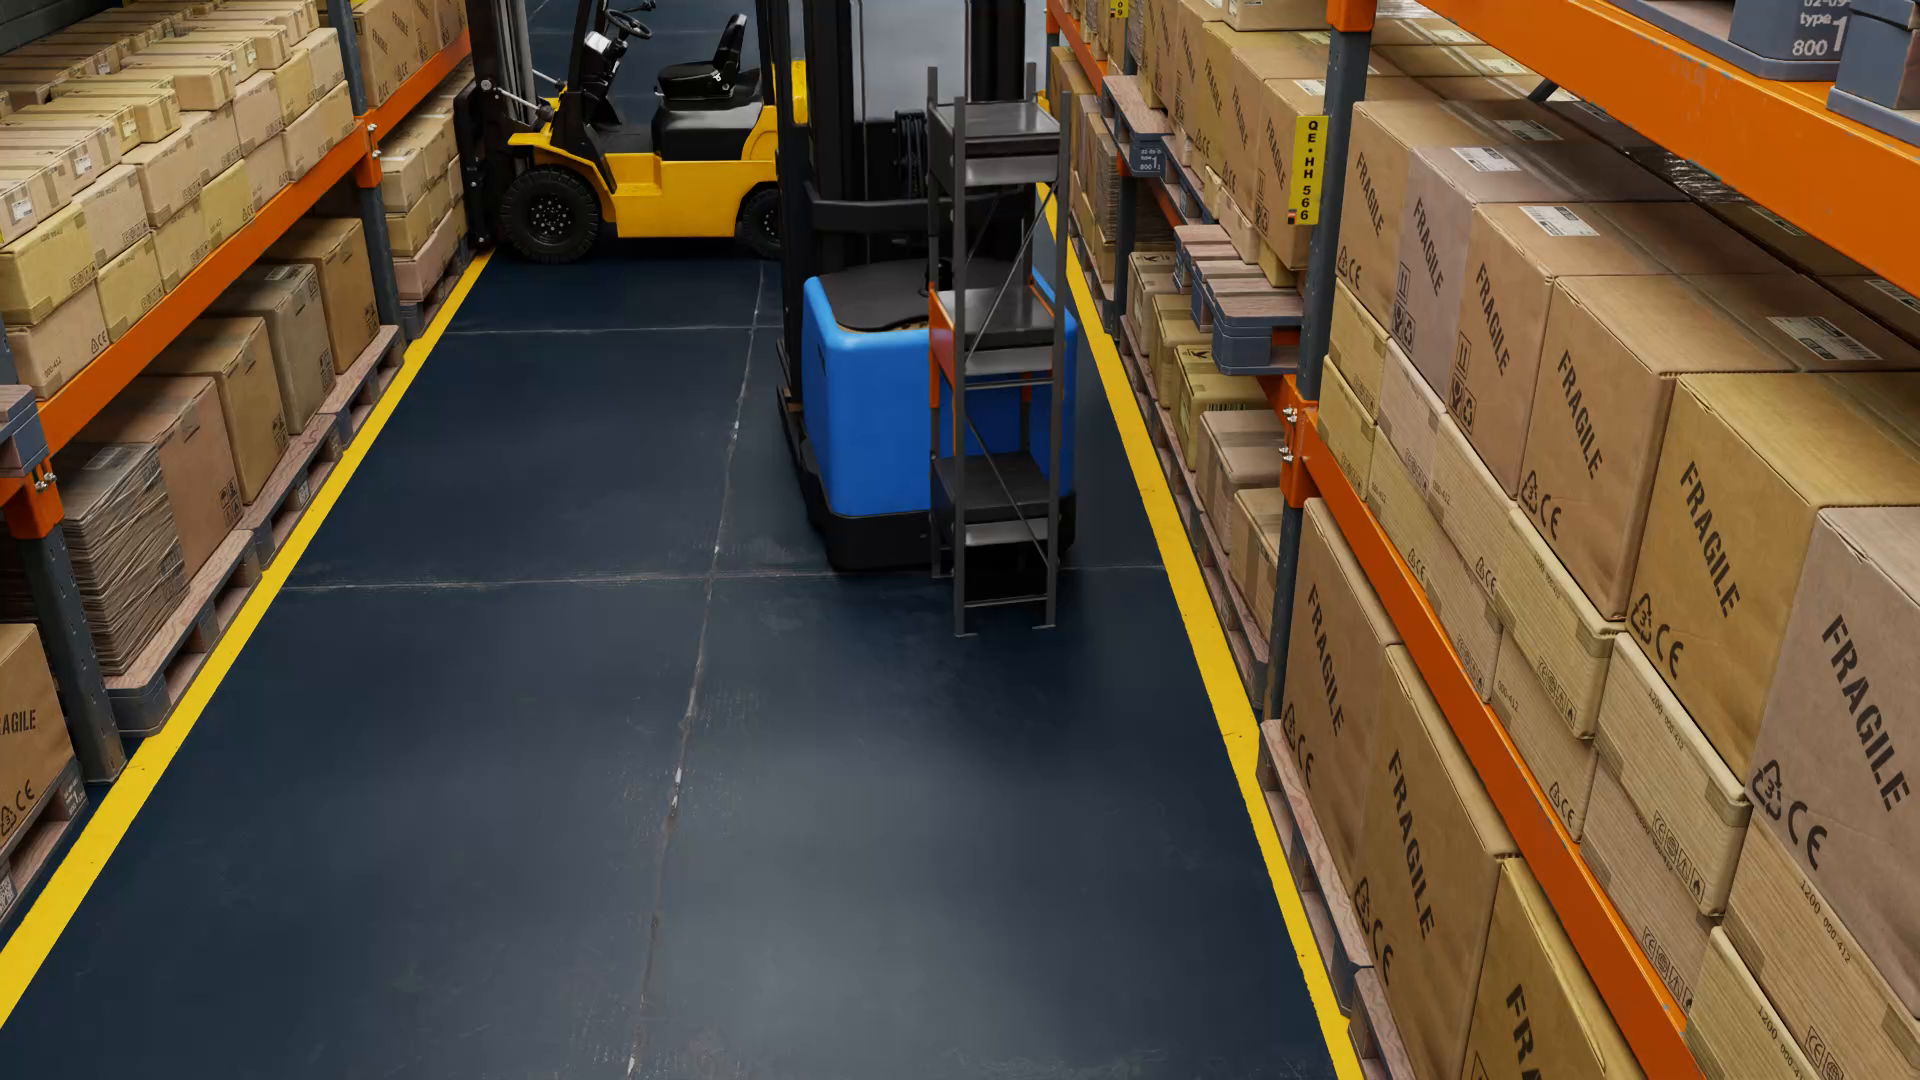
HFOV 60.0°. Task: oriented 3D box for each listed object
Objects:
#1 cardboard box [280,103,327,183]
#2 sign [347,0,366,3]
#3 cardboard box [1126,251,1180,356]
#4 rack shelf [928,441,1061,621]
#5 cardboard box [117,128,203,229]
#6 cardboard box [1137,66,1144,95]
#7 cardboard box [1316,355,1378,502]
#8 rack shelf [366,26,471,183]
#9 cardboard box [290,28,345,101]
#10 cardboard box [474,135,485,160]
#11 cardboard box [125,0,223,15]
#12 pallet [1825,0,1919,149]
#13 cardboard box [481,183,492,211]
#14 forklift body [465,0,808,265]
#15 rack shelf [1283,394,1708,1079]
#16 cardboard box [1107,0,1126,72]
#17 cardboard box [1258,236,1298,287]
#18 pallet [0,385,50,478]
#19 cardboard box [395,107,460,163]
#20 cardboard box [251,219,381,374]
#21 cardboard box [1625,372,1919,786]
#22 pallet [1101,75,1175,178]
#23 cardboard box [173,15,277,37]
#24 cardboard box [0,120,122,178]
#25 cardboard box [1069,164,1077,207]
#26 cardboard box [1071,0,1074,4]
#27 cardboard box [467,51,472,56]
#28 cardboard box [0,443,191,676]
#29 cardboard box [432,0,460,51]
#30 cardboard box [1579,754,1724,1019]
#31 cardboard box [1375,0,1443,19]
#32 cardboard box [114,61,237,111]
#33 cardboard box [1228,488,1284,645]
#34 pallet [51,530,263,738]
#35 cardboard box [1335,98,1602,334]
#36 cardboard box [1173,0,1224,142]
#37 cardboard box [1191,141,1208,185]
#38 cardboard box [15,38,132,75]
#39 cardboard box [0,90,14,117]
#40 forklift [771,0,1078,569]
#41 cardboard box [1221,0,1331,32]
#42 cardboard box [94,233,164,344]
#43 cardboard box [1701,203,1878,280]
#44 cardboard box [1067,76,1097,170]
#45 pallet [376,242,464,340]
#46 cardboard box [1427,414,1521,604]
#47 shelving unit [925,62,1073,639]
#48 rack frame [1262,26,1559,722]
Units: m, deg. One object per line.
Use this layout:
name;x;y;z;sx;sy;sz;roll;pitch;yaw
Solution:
cardboard box;-3.269;-1.836;7.689;0.500;0.250;0.500;-2;28;-3
sign;-3.047;-2.857;8.318;0.100;0.325;0.005;-1;28;-3
cardboard box;1.399;-1.262;8.813;0.950;0.372;0.625;-1;28;-2
rack shelf;0.129;-0.043;6.605;0.431;0.518;0.480;-5;28;-10
cardboard box;-3.193;-1.353;6.222;0.500;0.250;0.500;-2;28;-4
cardboard box;1.082;-2.295;8.223;0.380;0.149;0.250;-1;28;-2
cardboard box;1.352;-0.337;4.814;0.500;0.250;0.500;-2;28;-4
rack shelf;-3.692;-2.966;10.471;1.077;0.370;4.000;-1;28;-3
cardboard box;-3.307;-2.296;8.029;0.500;0.250;0.500;-2;28;-4
cardboard box;-3.373;-2.479;10.738;0.500;0.250;0.500;-1;28;-3
cardboard box;-3.784;-2.526;8.039;0.380;0.149;0.250;-2;28;-4
pallet;1.689;-0.455;1.843;0.805;0.209;1.217;-2;28;-5
cardboard box;-3.374;-2.266;10.869;0.500;0.250;0.500;-1;28;-1
forklift body;-1.876;-3.000;10.677;2.313;2.155;1.214;-1;28;-3
rack shelf;1.682;0.607;3.620;1.077;0.370;4.000;-1;28;-3
cardboard box;1.097;-2.858;9.056;0.500;0.500;0.500;-2;28;-4
cardboard box;1.239;-0.978;5.699;0.380;0.149;0.250;-1;28;-2
pallet;-3.274;-0.117;4.439;1.213;0.211;1.003;-1;28;-3
cardboard box;-3.354;-2.468;10.177;0.500;0.250;0.500;0;28;-1
cardboard box;-3.549;-1.254;8.524;0.875;0.625;0.625;0;28;0
cardboard box;1.471;0.051;2.720;0.500;0.500;0.500;-1;28;-1
pallet;1.263;-2.041;8.127;1.003;0.211;1.213;-1;28;-3
cardboard box;-3.357;-2.308;7.621;0.380;0.149;0.250;-1;28;-3
cardboard box;-3.182;-1.362;5.808;0.380;0.149;0.250;-1;28;-2
cardboard box;0.986;-2.430;11.185;0.500;0.250;0.500;0;28;1
cardboard box;0.966;-3.806;10.874;0.500;0.500;0.500;-2;28;-4
cardboard box;-3.461;-3.414;11.989;0.500;0.250;0.500;0;28;-1
cardboard box;-3.398;0.065;5.996;0.875;0.625;0.625;-1;28;-1
cardboard box;-3.427;-3.323;10.270;0.500;0.500;0.500;-1;28;-2
cardboard box;1.479;0.609;3.002;0.500;0.250;0.500;-2;28;-4
cardboard box;1.698;-1.928;6.819;0.500;0.500;0.500;-2;28;-5
cardboard box;-3.161;-1.831;6.707;0.380;0.149;0.250;-2;28;-4
cardboard box;1.558;0.082;6.236;0.950;0.372;0.625;-3;28;-6
pallet;-3.383;0.341;6.367;1.003;0.211;1.213;-1;28;-3
cardboard box;1.359;-0.889;4.522;0.500;0.500;0.500;-2;28;-4
cardboard box;1.183;-1.925;6.813;0.500;0.500;0.500;-2;28;-5
cardboard box;1.166;-1.570;6.833;0.380;0.149;0.250;-2;28;-4
cardboard box;-3.788;-2.052;7.131;0.380;0.149;0.250;-1;28;-3
cardboard box;-3.791;-1.578;6.222;0.380;0.149;0.250;-2;28;-3
forklift;-0.310;-1.840;7.608;1.130;2.935;3.031;-5;28;-10
cardboard box;1.211;-2.034;6.321;0.380;0.149;0.250;-3;28;-5
cardboard box;-3.179;-0.891;5.876;0.500;0.250;0.500;-2;28;-4
cardboard box;1.920;-0.424;3.631;0.500;0.500;0.500;-1;28;-3
cardboard box;0.977;-2.766;11.018;0.500;0.500;0.500;-1;28;-2
pallet;-3.588;-1.493;9.884;1.003;0.211;1.213;-1;28;-3
cardboard box;1.397;-0.081;3.784;0.500;0.250;0.500;-1;28;-3
shelving unit;0.129;-0.676;6.275;0.431;2.100;0.503;-5;28;-10
rack frame;1.578;-0.635;5.225;1.000;3.000;0.127;-1;28;-3
